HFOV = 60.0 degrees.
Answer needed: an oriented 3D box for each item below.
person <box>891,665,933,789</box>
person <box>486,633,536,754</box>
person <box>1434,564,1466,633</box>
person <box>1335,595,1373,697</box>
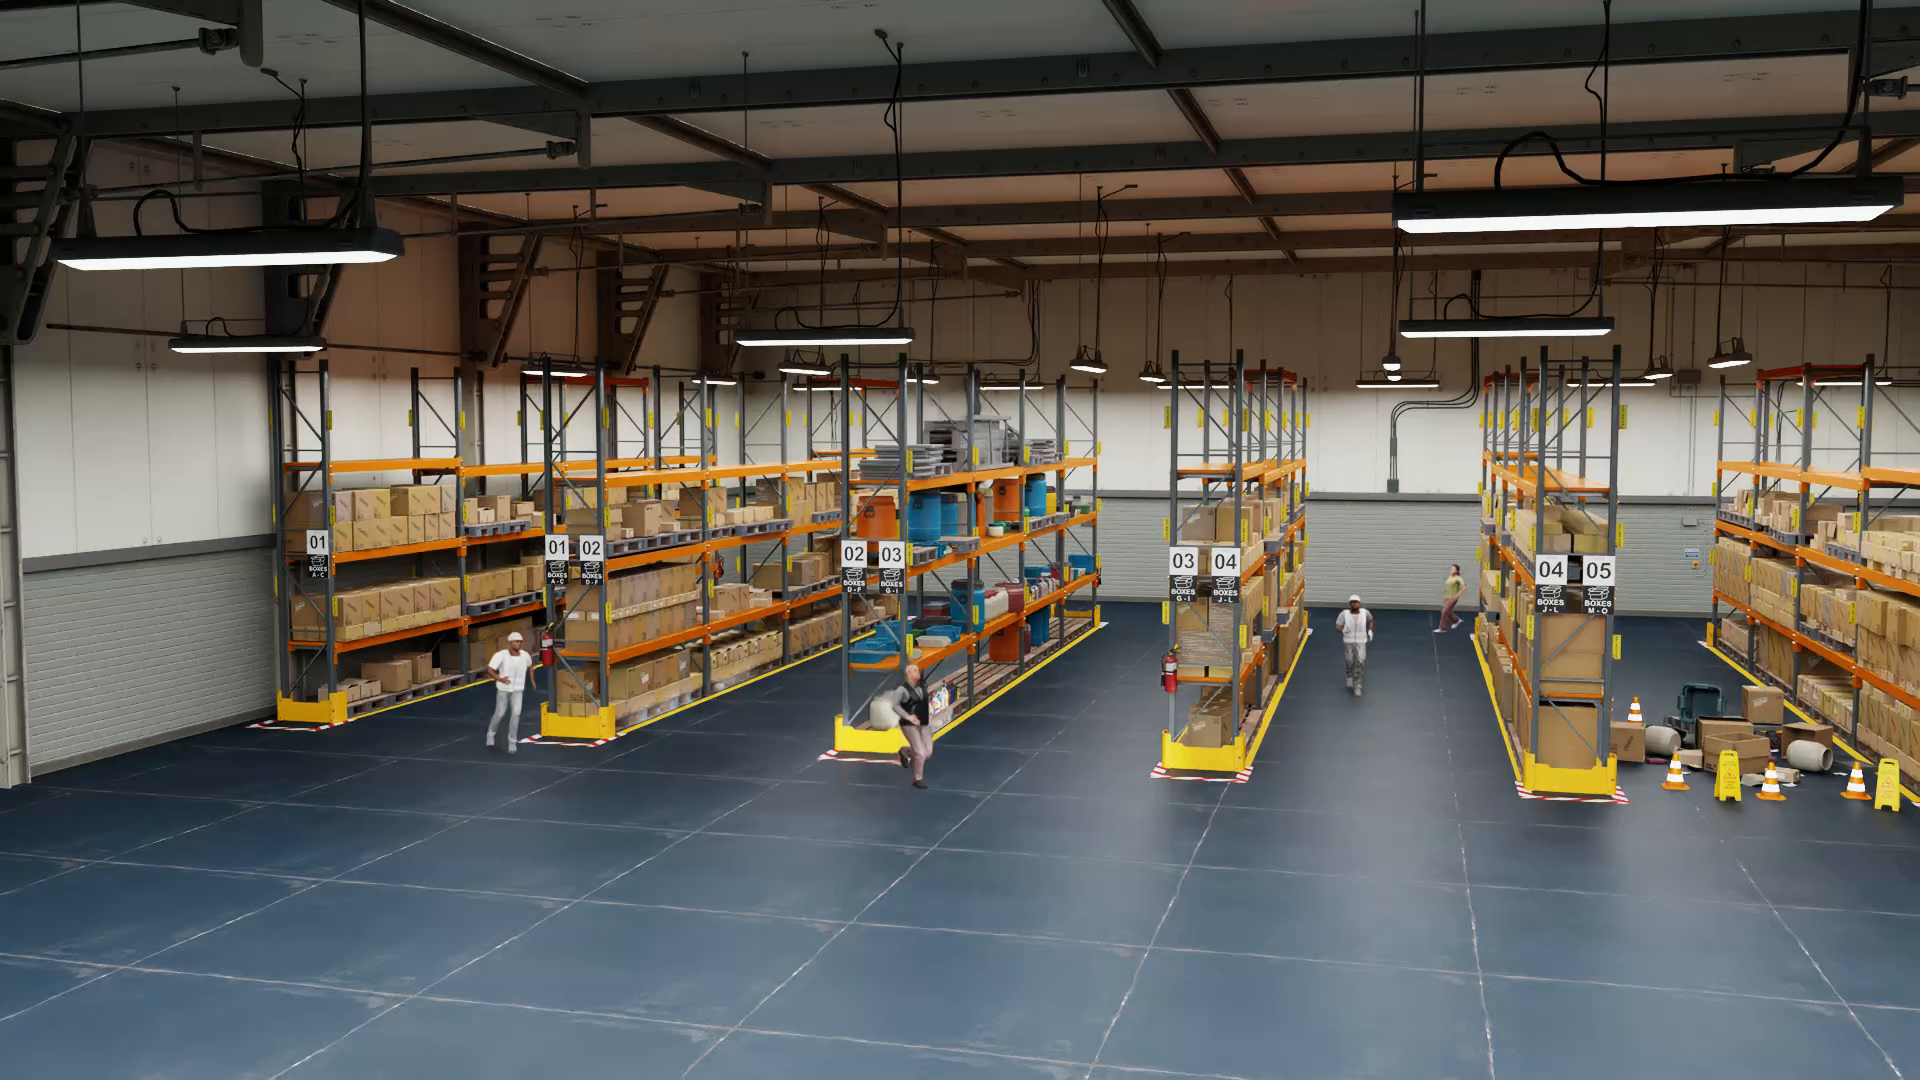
[{"bbox_3d":[-0.664,2.539,22.799,0.639,1.683,0.687,3,5,40],"label":"person"},{"bbox_3d":[-6.809,2.294,25.316,0.766,1.774,0.856,-3,5,-33],"label":"person"},{"bbox_3d":[11.599,1.381,39.046,0.746,1.641,0.647,-2,4,-21],"label":"person"},{"bbox_3d":[7.243,1.910,30.555,0.686,1.819,0.924,1,4,12],"label":"person"}]
